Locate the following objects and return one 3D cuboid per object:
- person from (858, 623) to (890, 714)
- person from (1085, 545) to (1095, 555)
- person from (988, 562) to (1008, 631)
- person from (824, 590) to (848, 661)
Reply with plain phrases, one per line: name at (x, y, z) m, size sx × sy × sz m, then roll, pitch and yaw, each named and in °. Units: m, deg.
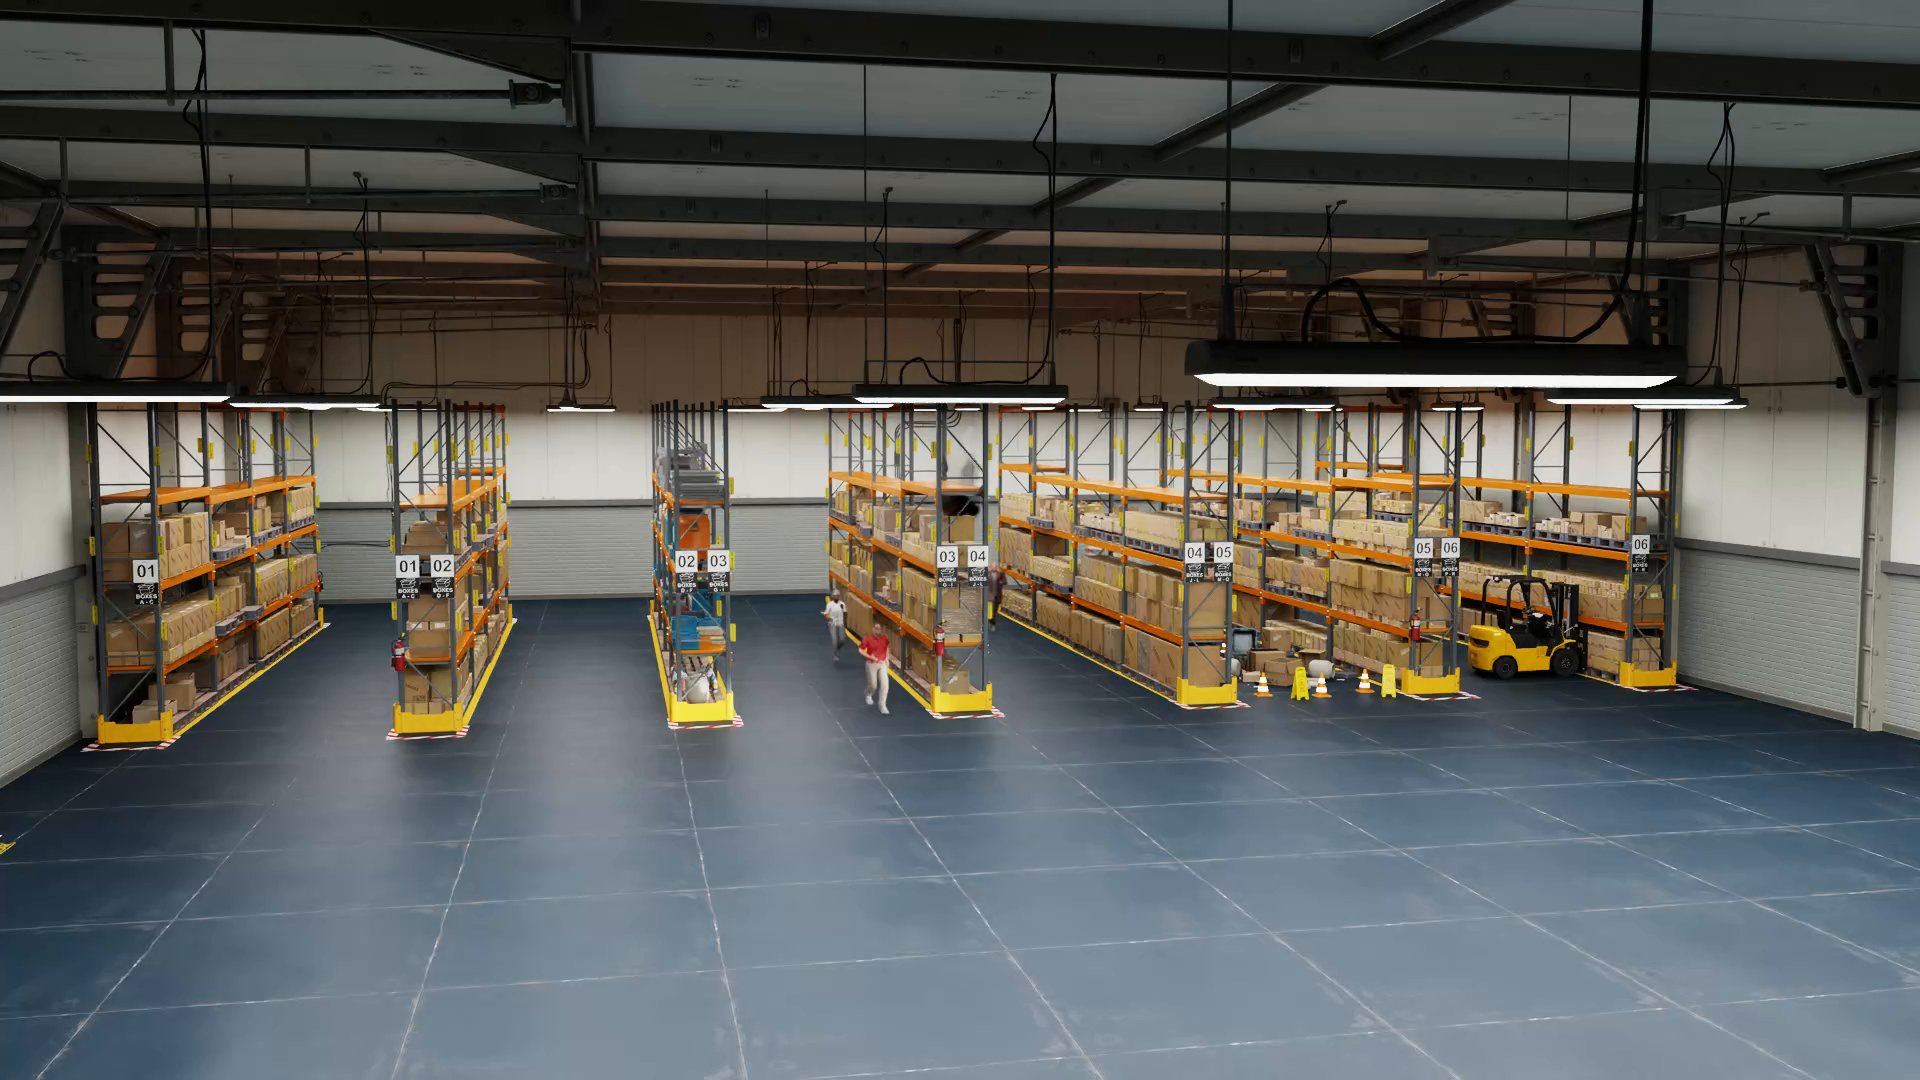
person at (-1.630, 2.463, 32.172) m, size 0.701 × 1.737 × 0.851 m, roll -2°, pitch 5°, yaw -24°
person at (4.007, 1.033, 50.620) m, size 0.804 × 1.834 × 0.632 m, roll 0°, pitch 4°, yaw -4°
person at (0.929, 1.550, 44.371) m, size 0.668 × 1.763 × 0.864 m, roll -1°, pitch 4°, yaw -11°
person at (-2.865, 1.979, 38.690) m, size 0.571 × 1.653 × 0.572 m, roll -1°, pitch 4°, yaw -15°
